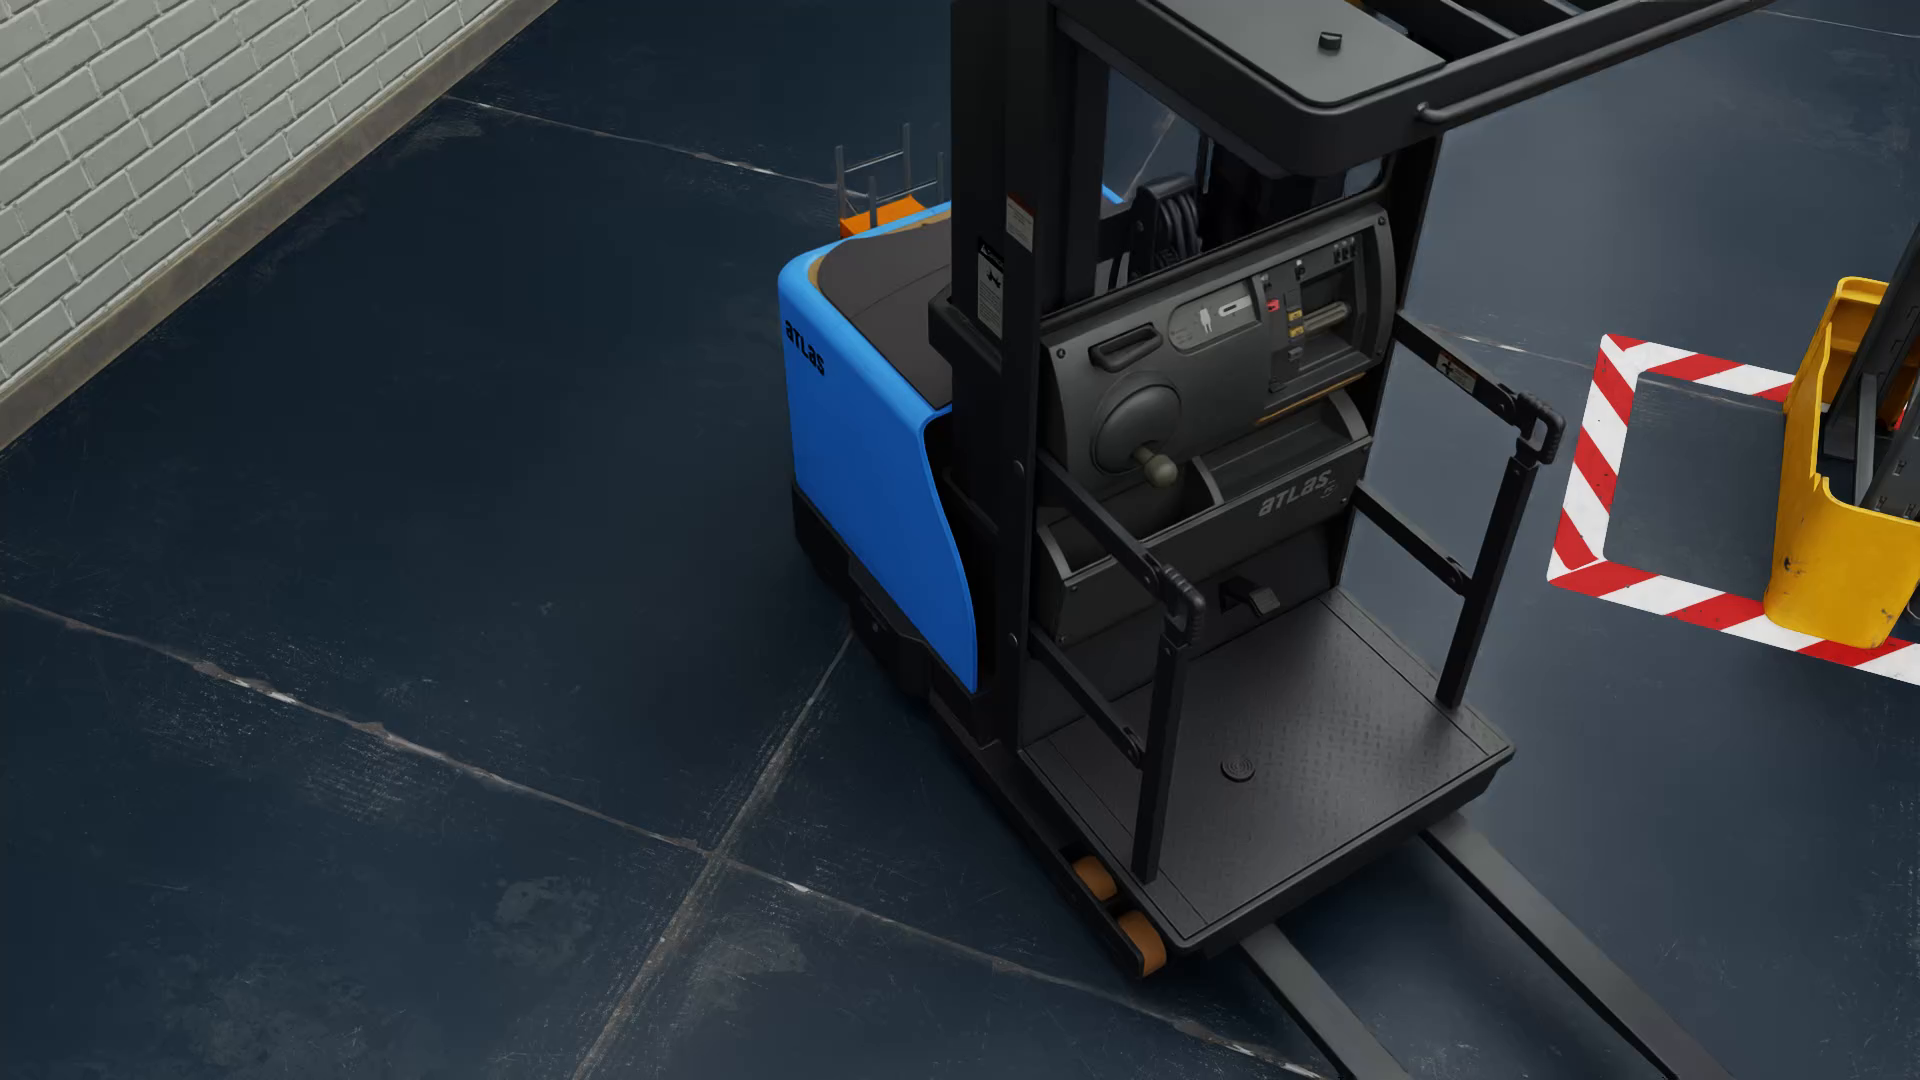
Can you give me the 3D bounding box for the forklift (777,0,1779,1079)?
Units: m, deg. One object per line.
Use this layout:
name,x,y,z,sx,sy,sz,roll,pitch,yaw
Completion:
forklift,0.707,-0.336,3.509,1.130,2.935,3.031,-24,50,-22

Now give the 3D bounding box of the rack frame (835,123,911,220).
rack frame,-0.248,-0.718,5.121,0.240,1.200,0.006,-24,50,-22

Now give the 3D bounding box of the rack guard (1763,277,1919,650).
rack guard,2.795,-0.265,5.162,0.348,0.500,1.175,16,47,16

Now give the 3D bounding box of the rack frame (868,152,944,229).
rack frame,-0.149,-0.609,5.012,0.240,1.200,0.006,-24,50,-22

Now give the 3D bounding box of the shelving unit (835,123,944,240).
shelving unit,-0.198,-0.664,5.066,0.258,1.200,0.189,-24,50,-22

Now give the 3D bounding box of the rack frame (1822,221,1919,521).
rack frame,2.818,-1.145,4.274,0.127,3.000,1.000,16,47,16

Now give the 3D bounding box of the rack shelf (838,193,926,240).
rack shelf,-0.198,-0.887,4.844,0.258,0.103,0.180,-24,50,-22

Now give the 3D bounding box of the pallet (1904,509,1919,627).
pallet,3.586,0.010,5.091,1.213,0.211,1.003,16,47,16
